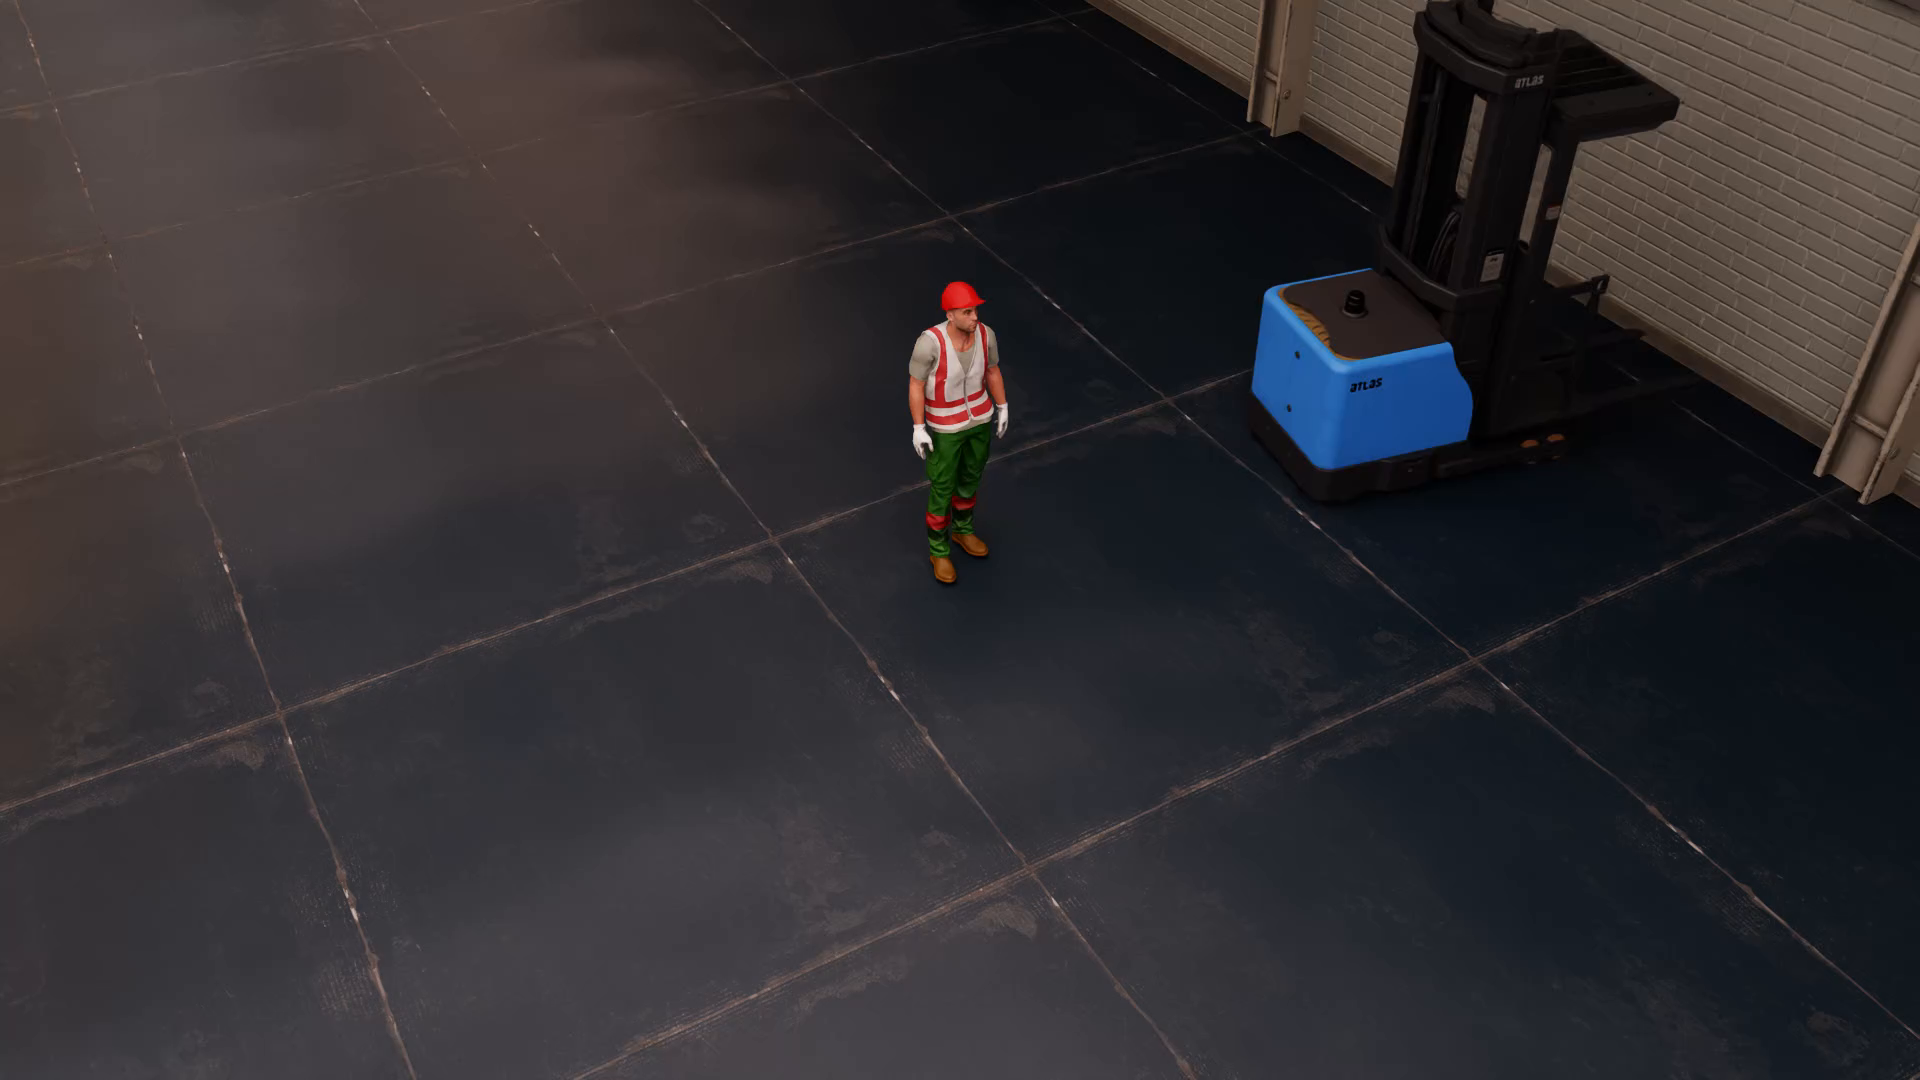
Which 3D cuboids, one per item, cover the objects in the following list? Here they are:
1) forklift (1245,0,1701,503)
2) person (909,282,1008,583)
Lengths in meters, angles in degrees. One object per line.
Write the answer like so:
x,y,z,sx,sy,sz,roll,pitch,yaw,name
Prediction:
3.495,-1.931,10.364,3.031,2.935,1.130,-12,41,-15,forklift
0.031,-0.646,9.698,0.638,1.789,0.562,-20,44,-23,person
